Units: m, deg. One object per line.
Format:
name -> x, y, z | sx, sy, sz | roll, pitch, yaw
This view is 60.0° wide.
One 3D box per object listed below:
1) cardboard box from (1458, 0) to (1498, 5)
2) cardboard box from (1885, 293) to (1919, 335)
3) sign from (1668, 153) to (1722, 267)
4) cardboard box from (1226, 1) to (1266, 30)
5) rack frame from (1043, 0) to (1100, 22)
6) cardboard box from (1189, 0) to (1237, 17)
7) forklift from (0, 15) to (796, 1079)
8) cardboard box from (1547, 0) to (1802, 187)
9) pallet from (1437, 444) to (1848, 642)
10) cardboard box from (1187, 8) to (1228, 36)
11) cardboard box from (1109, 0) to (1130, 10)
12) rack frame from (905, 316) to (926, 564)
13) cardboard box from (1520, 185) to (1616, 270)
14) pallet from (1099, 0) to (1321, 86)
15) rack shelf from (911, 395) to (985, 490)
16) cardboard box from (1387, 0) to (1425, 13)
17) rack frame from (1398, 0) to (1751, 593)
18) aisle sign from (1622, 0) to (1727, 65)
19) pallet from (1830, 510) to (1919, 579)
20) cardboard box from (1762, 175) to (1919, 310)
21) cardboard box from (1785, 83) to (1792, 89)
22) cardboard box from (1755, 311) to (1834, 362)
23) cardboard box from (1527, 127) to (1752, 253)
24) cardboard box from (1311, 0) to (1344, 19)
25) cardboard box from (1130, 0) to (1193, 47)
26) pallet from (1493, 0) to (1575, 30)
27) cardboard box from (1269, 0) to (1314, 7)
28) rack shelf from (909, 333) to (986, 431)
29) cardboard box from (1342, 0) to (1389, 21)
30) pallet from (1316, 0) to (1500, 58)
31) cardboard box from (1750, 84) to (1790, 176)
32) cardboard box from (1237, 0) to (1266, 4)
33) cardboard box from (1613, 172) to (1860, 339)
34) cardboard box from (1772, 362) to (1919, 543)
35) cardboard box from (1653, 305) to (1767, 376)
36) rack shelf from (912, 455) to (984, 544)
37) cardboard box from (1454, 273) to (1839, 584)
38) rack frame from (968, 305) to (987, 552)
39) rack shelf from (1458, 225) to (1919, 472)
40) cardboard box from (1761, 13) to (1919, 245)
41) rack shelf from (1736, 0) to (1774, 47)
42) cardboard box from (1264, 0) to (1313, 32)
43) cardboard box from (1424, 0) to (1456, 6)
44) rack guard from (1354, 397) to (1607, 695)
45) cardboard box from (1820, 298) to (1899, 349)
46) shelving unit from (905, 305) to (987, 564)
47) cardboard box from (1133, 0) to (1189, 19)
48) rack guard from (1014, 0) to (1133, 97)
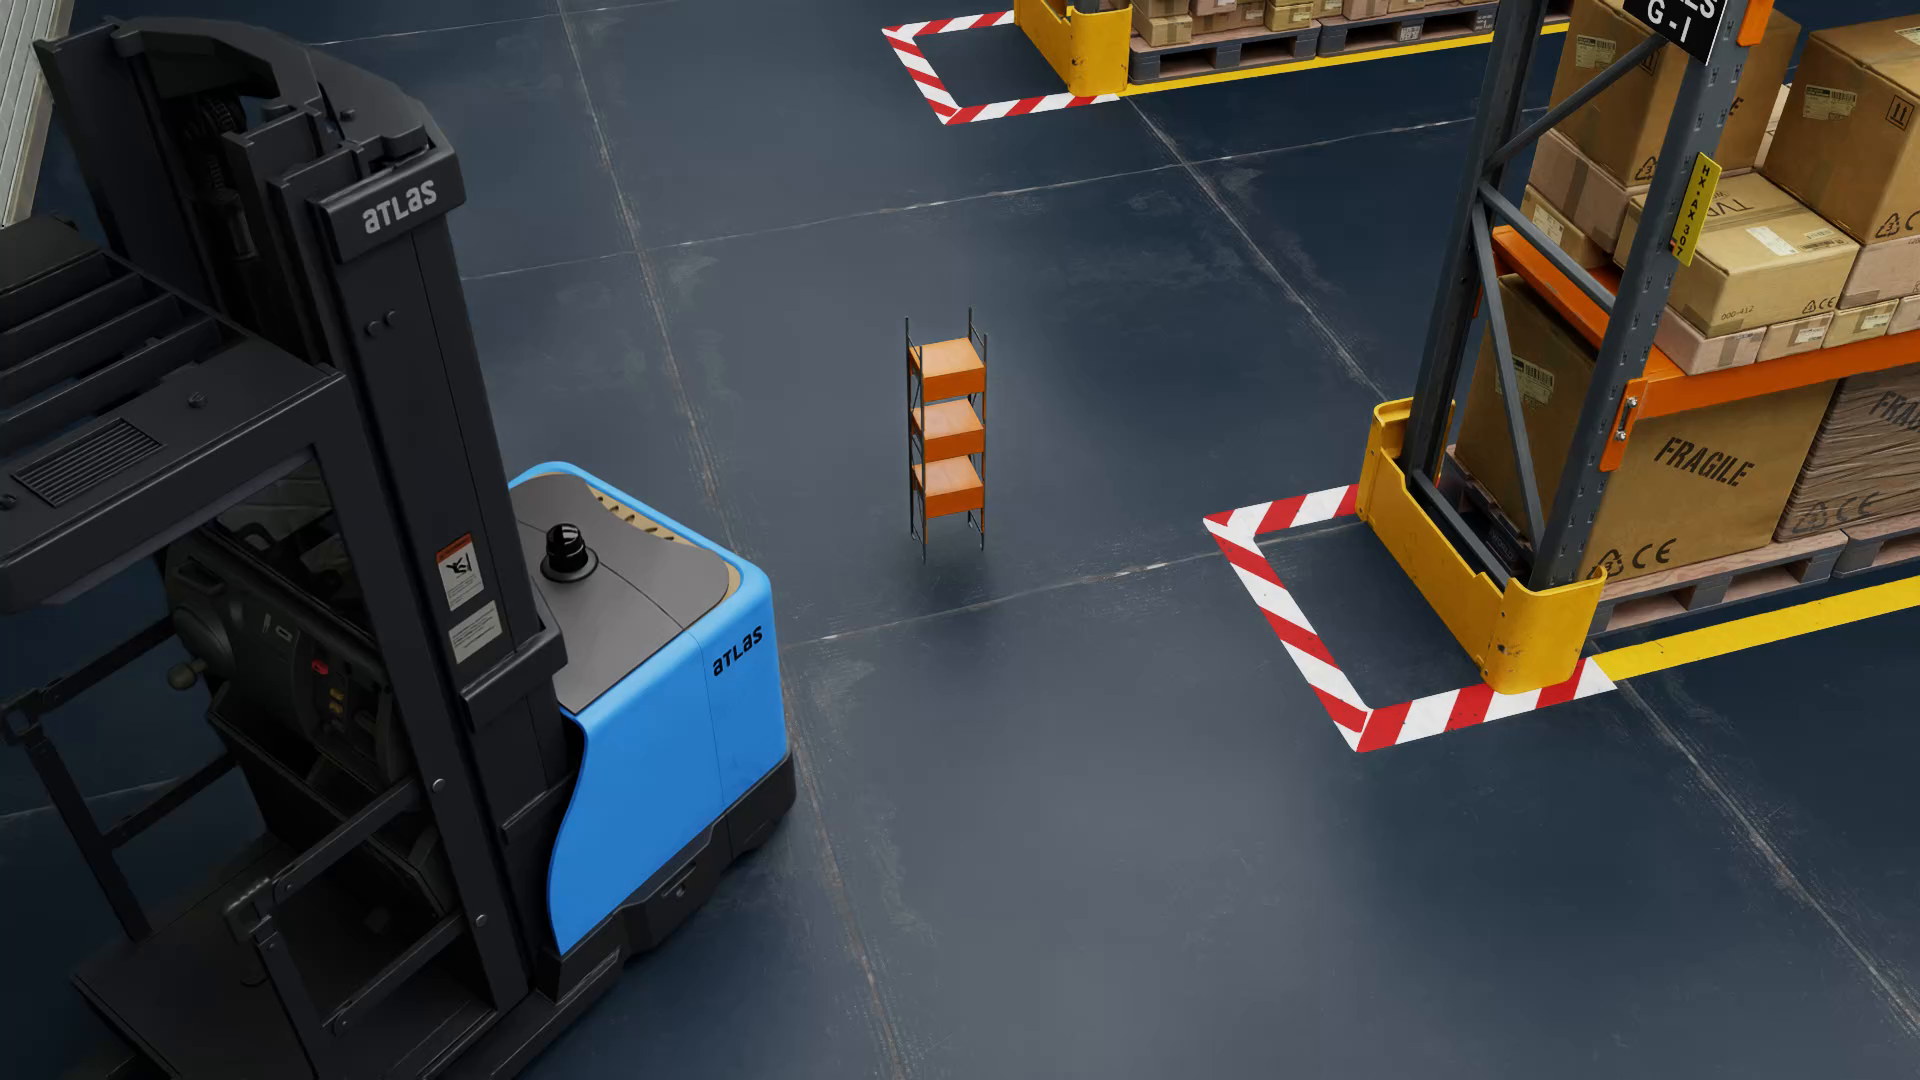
cardboard box -> 3.144, -3.467, 10.286 | 0.250, 0.149, 0.380 | -12, 43, -13
cardboard box -> 3.156, -0.878, 5.666 | 0.250, 0.149, 0.380 | -12, 43, -14
sign -> 2.142, -0.962, 4.853 | 0.005, 0.325, 0.100 | -12, 42, -13
cardboard box -> 1.644, -3.232, 10.017 | 0.250, 0.149, 0.380 | -11, 42, -13
rack frame -> 0.588, -4.088, 9.149 | 0.127, 3.000, 1.000 | -12, 42, -13
cardboard box -> 1.443, -3.246, 9.807 | 0.250, 0.149, 0.380 | -12, 43, -13
forklift -> -1.852, 0.383, 4.083 | 1.130, 2.935, 3.031 | 27, 48, 27
cardboard box -> 2.367, -1.554, 5.567 | 0.500, 0.500, 0.500 | -11, 42, -13
pallet -> 2.720, -0.112, 6.718 | 1.213, 0.211, 1.003 | -12, 42, -13
cardboard box -> 1.409, -3.178, 9.956 | 0.250, 0.149, 0.380 | -12, 43, -13
cardboard box -> 1.027, -3.407, 10.218 | 0.250, 0.149, 0.380 | -11, 42, -12
rack frame -> -0.167, -0.361, 6.365 | 0.008, 1.050, 0.200 | -12, 42, -13
cardboard box -> 2.222, -1.138, 5.963 | 0.250, 0.149, 0.380 | -11, 42, -12
pallet -> 1.446, -3.191, 10.242 | 1.213, 0.211, 1.003 | -12, 42, -13
rack shelf -> -0.051, -0.377, 6.399 | 0.240, 0.259, 0.215 | -12, 42, -13
cardboard box -> 2.655, -3.389, 10.197 | 0.250, 0.149, 0.380 | -12, 42, -13
rack frame -> 1.981, -0.955, 5.564 | 0.127, 3.000, 1.000 | -12, 42, -13
aisle sign -> 2.003, -1.732, 4.476 | 0.004, 0.787, 0.394 | -12, 42, -13
pallet -> 3.882, -0.351, 6.991 | 1.213, 0.211, 1.003 | -12, 42, -13
cardboard box -> 3.014, -1.043, 5.552 | 0.500, 0.250, 0.500 | -12, 43, -14
cardboard box -> 3.333, -1.474, 6.045 | 0.500, 0.250, 0.500 | -13, 43, -15
cardboard box -> 2.663, -0.775, 5.548 | 0.250, 0.149, 0.380 | -12, 43, -14
cardboard box -> 2.364, -1.273, 5.815 | 0.500, 0.250, 0.500 | -12, 43, -14
cardboard box -> 2.135, -3.323, 10.122 | 0.250, 0.149, 0.380 | -12, 42, -13
cardboard box -> 1.184, -3.075, 9.837 | 0.250, 0.149, 0.380 | -11, 42, -12
pallet -> 3.773, -3.673, 10.794 | 1.213, 0.211, 1.003 | -12, 42, -13
cardboard box -> 1.927, -3.332, 9.906 | 0.250, 0.149, 0.380 | -10, 42, -12
rack shelf -> -0.051, -0.591, 6.213 | 0.240, 0.259, 0.215 | -12, 42, -13
cardboard box -> 2.399, -3.318, 10.116 | 0.250, 0.149, 0.380 | -14, 43, -15
pallet -> 2.607, -3.430, 10.515 | 1.213, 0.211, 1.003 | -12, 42, -13
cardboard box -> 2.848, -1.373, 5.929 | 0.500, 0.250, 0.500 | -12, 43, -14
cardboard box -> 1.650, -3.349, 9.925 | 0.250, 0.149, 0.380 | -11, 42, -13
cardboard box -> 2.520, -0.936, 5.430 | 0.500, 0.250, 0.500 | -13, 43, -14
cardboard box -> 3.436, -0.670, 6.532 | 0.875, 0.875, 0.875 | -12, 42, -13
cardboard box -> 2.419, -0.724, 5.489 | 0.250, 0.149, 0.380 | -11, 42, -13
rack shelf -> -0.051, -0.168, 6.582 | 0.240, 0.259, 0.215 | -12, 42, -13
cardboard box -> 2.568, -0.490, 6.327 | 0.875, 0.875, 0.875 | -12, 42, -13
rack frame -> 0.065, -0.409, 6.420 | 0.008, 1.050, 0.200 | -12, 42, -13
rack shelf -> 3.889, -1.080, 6.253 | 4.000, 0.370, 1.077 | -12, 42, -13
cardboard box -> 2.997, -1.317, 5.296 | 0.500, 0.500, 0.500 | -13, 43, -14
rack shelf -> 3.889, -2.209, 5.266 | 4.000, 0.370, 1.077 | -12, 42, -13
cardboard box -> 1.920, -3.213, 9.996 | 0.250, 0.149, 0.380 | -11, 42, -13
cardboard box -> 2.875, -3.458, 10.275 | 0.250, 0.149, 0.380 | -11, 42, -12
rack guard -> 1.958, -0.009, 6.380 | 0.348, 0.500, 1.175 | -12, 42, -13
cardboard box -> 2.907, -0.826, 5.607 | 0.250, 0.149, 0.380 | -13, 43, -14
shelving unit -> -0.051, -0.385, 6.392 | 0.252, 1.050, 0.215 | -12, 42, -13
cardboard box -> 1.165, -3.227, 9.785 | 0.250, 0.149, 0.380 | -10, 42, -11
rack guard -> 0.660, -3.161, 9.989 | 0.348, 0.500, 1.175 | -12, 42, -13
